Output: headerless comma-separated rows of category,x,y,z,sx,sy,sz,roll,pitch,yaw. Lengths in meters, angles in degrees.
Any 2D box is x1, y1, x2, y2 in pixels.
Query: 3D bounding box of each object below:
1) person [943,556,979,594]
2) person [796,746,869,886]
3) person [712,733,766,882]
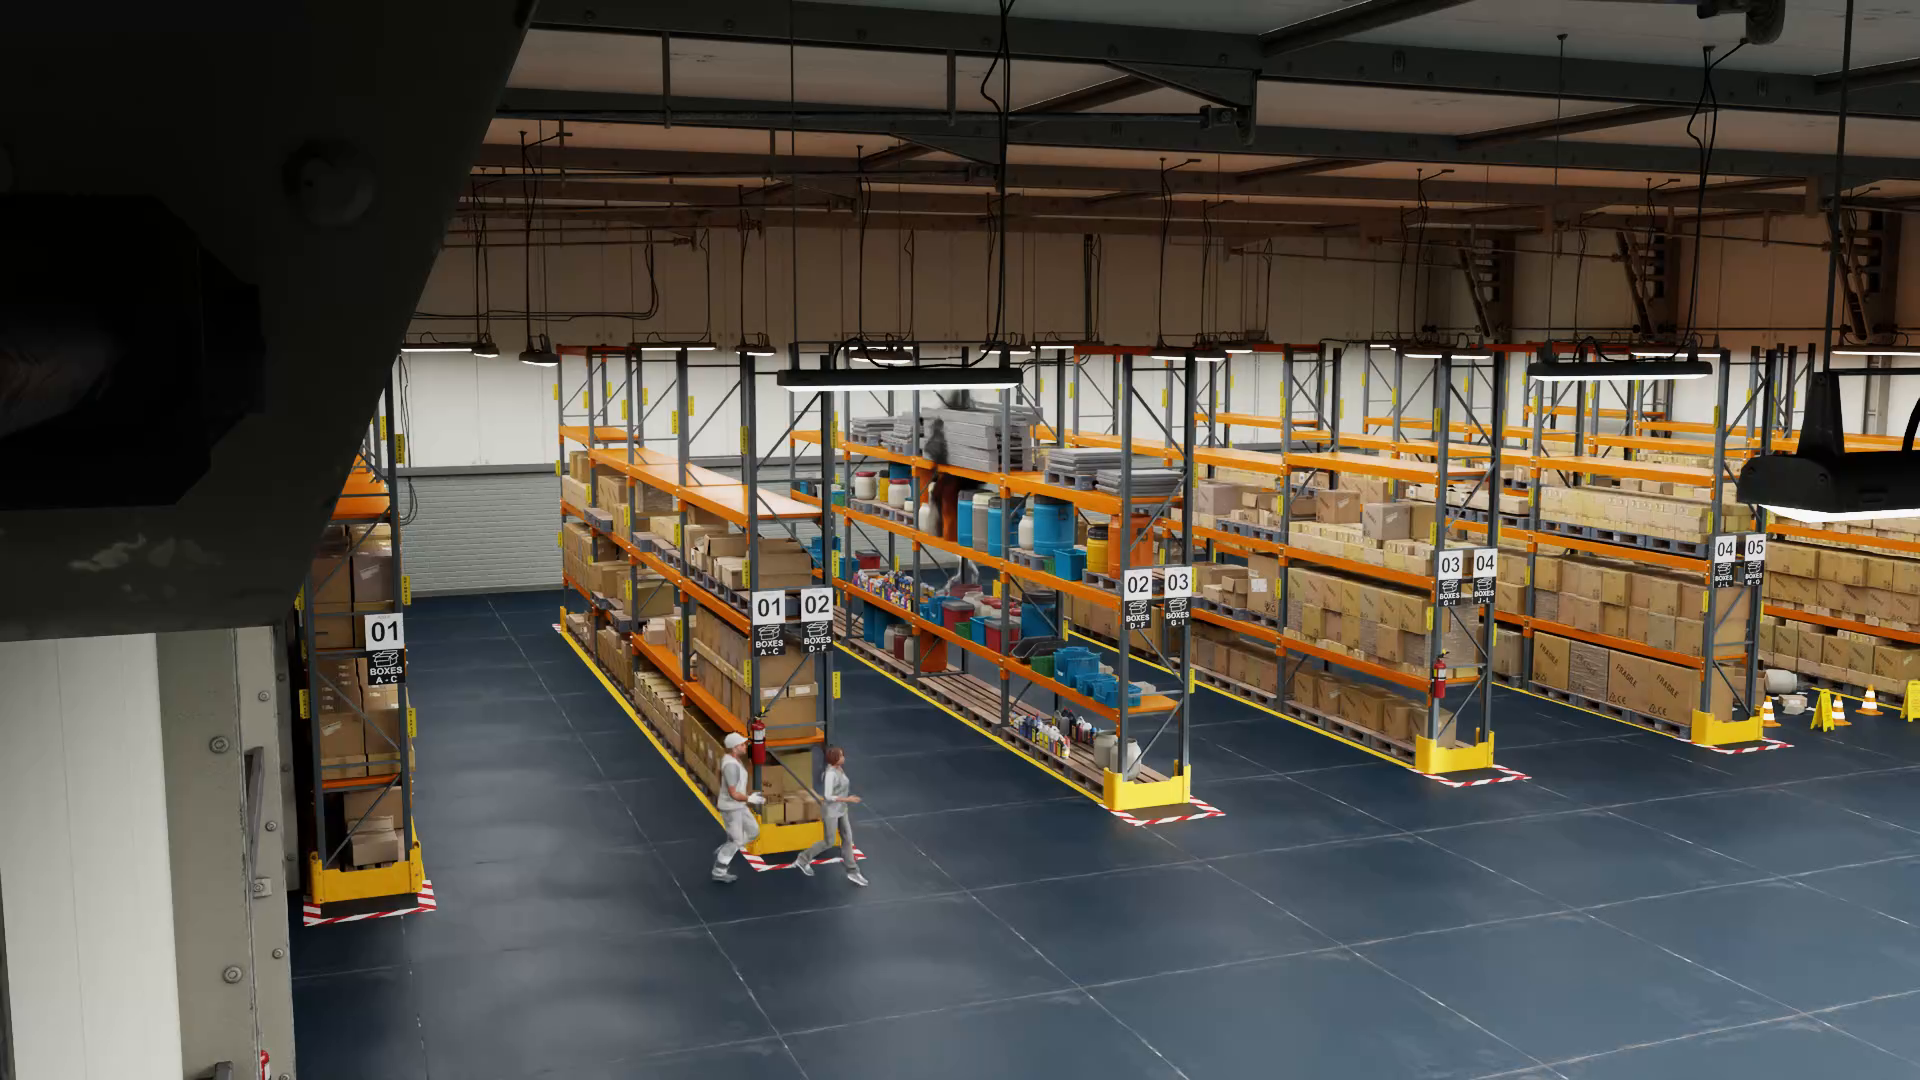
person,0.081,0.576,39.399,0.959,1.623,0.657,0,7,-3
person,-1.463,3.134,18.949,0.852,1.619,0.557,2,7,13
person,-2.538,3.050,19.064,0.642,1.735,0.661,0,7,-2
